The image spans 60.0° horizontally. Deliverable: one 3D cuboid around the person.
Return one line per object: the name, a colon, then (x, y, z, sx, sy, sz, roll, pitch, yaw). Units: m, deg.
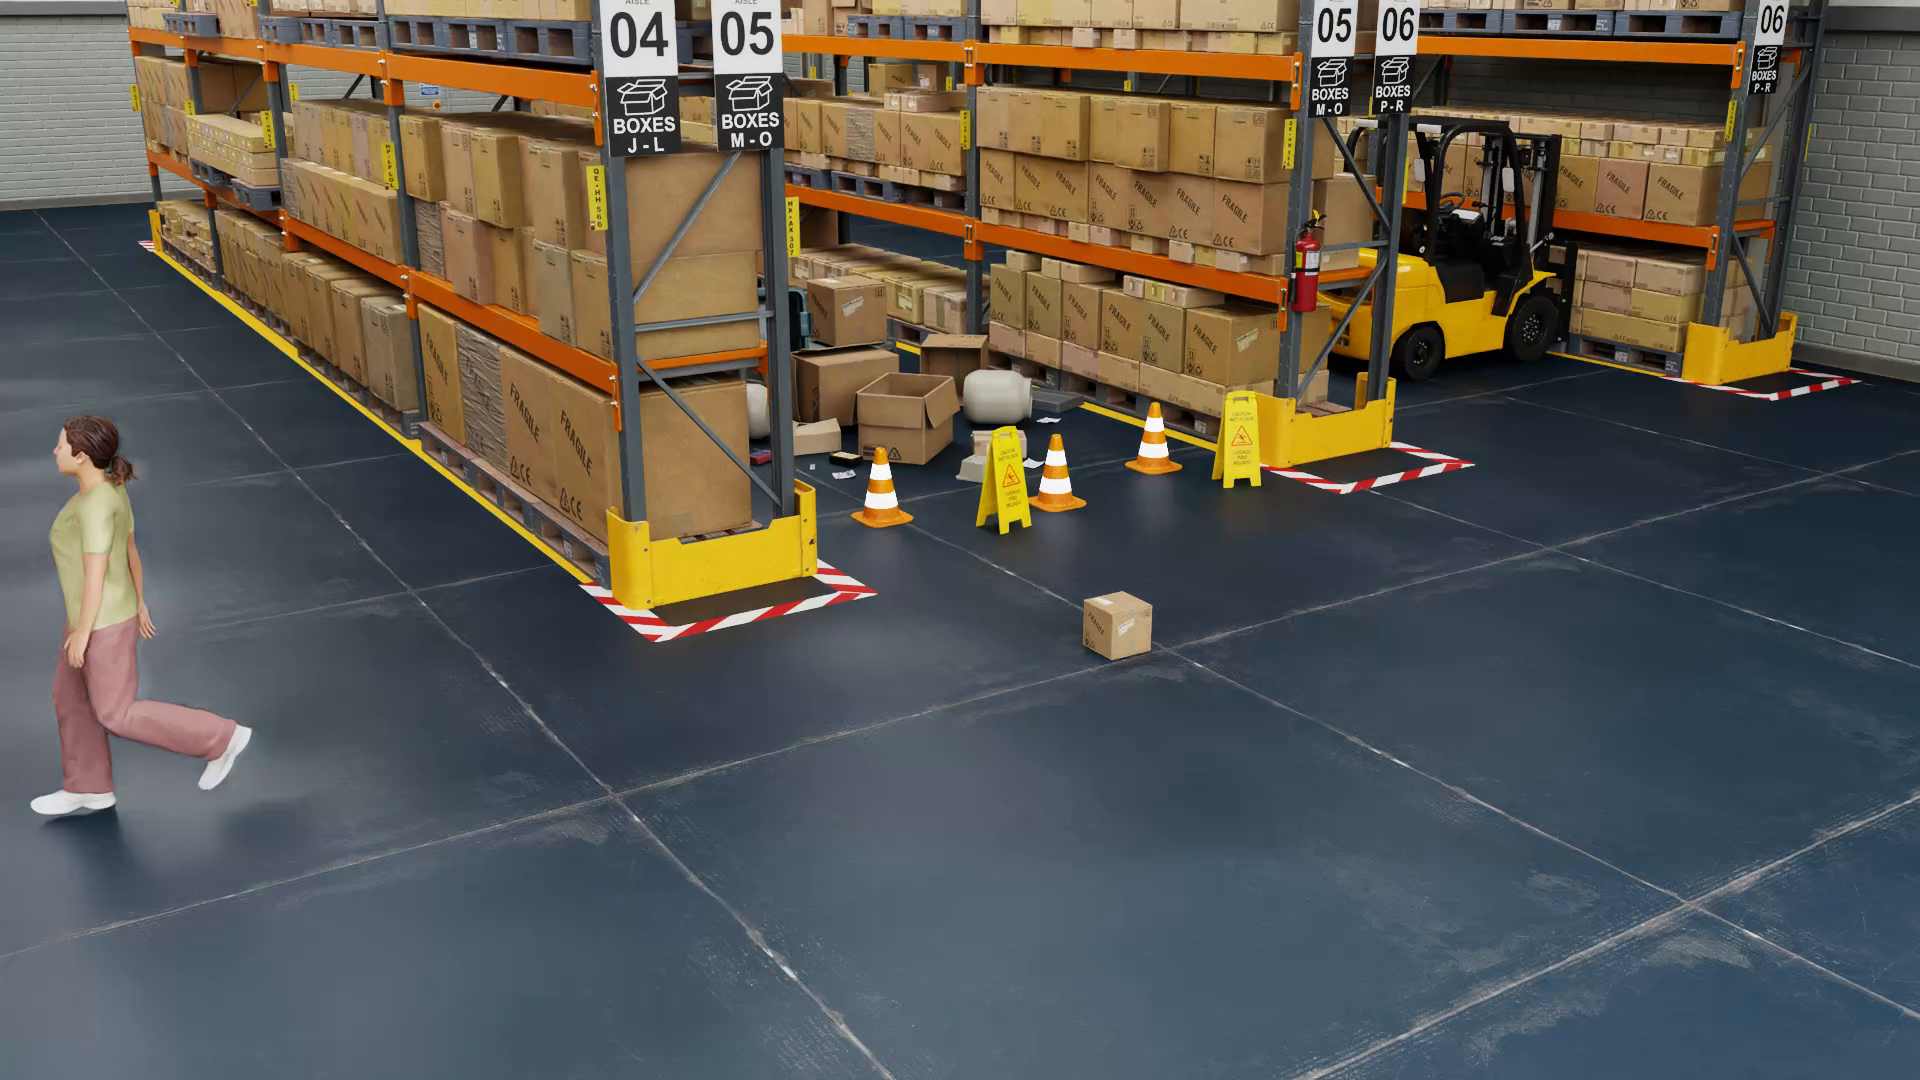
person: (-3.350, 0.308, 6.609, 0.850, 1.631, 0.437, -8, 20, -23)
